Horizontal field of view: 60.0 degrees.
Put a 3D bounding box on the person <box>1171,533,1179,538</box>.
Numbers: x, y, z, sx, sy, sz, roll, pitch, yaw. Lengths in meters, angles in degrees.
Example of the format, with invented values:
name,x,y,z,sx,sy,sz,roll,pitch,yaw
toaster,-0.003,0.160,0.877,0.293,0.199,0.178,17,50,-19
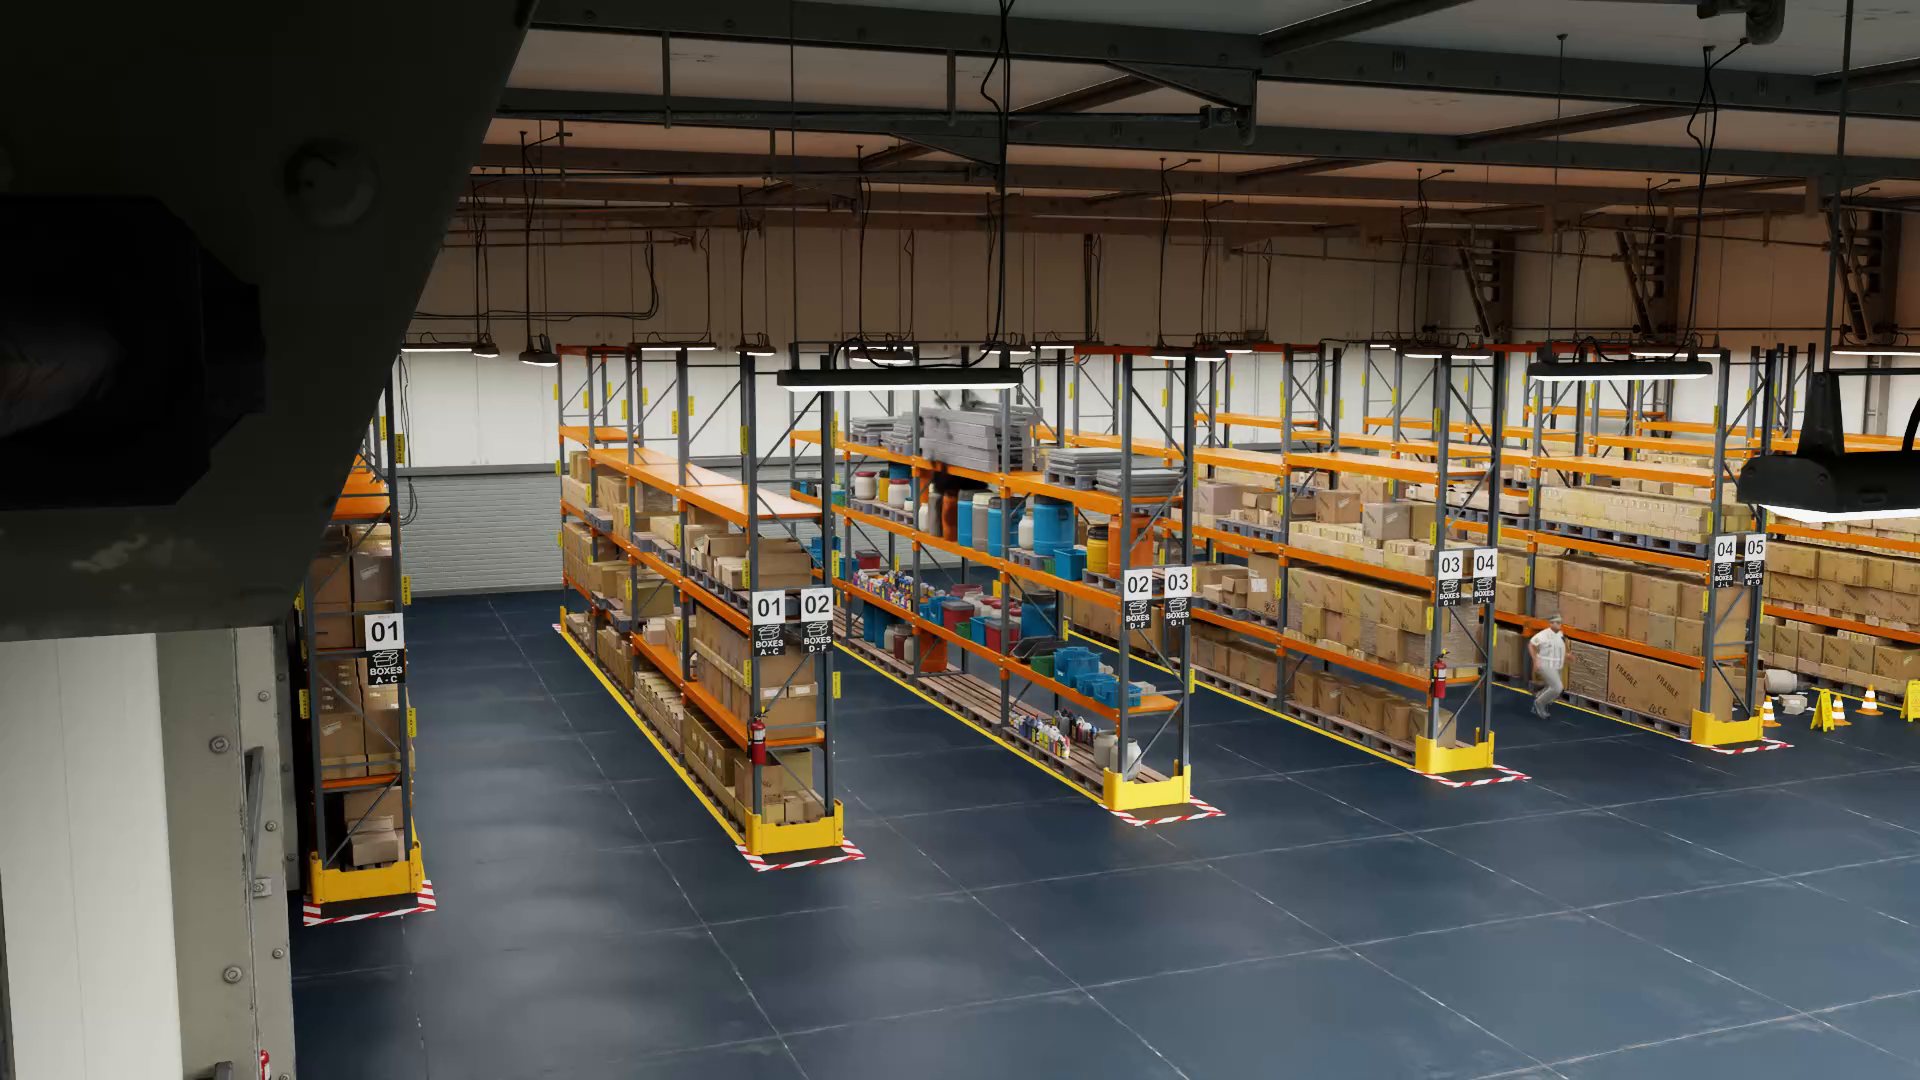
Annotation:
name,x,y,z,sx,sy,sz,roll,pitch,yaw
person,4.864,0.656,38.412,0.681,1.654,0.686,-2,8,-15

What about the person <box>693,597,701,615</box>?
name,x,y,z,sx,sy,sz,roll,pitch,yaw
person,-5.284,1.223,33.952,0.567,1.712,0.785,-4,8,-28

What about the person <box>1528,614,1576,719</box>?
name,x,y,z,sx,sy,sz,roll,pitch,yaw
person,9.600,2.044,26.933,0.637,1.738,0.741,-5,9,-36
